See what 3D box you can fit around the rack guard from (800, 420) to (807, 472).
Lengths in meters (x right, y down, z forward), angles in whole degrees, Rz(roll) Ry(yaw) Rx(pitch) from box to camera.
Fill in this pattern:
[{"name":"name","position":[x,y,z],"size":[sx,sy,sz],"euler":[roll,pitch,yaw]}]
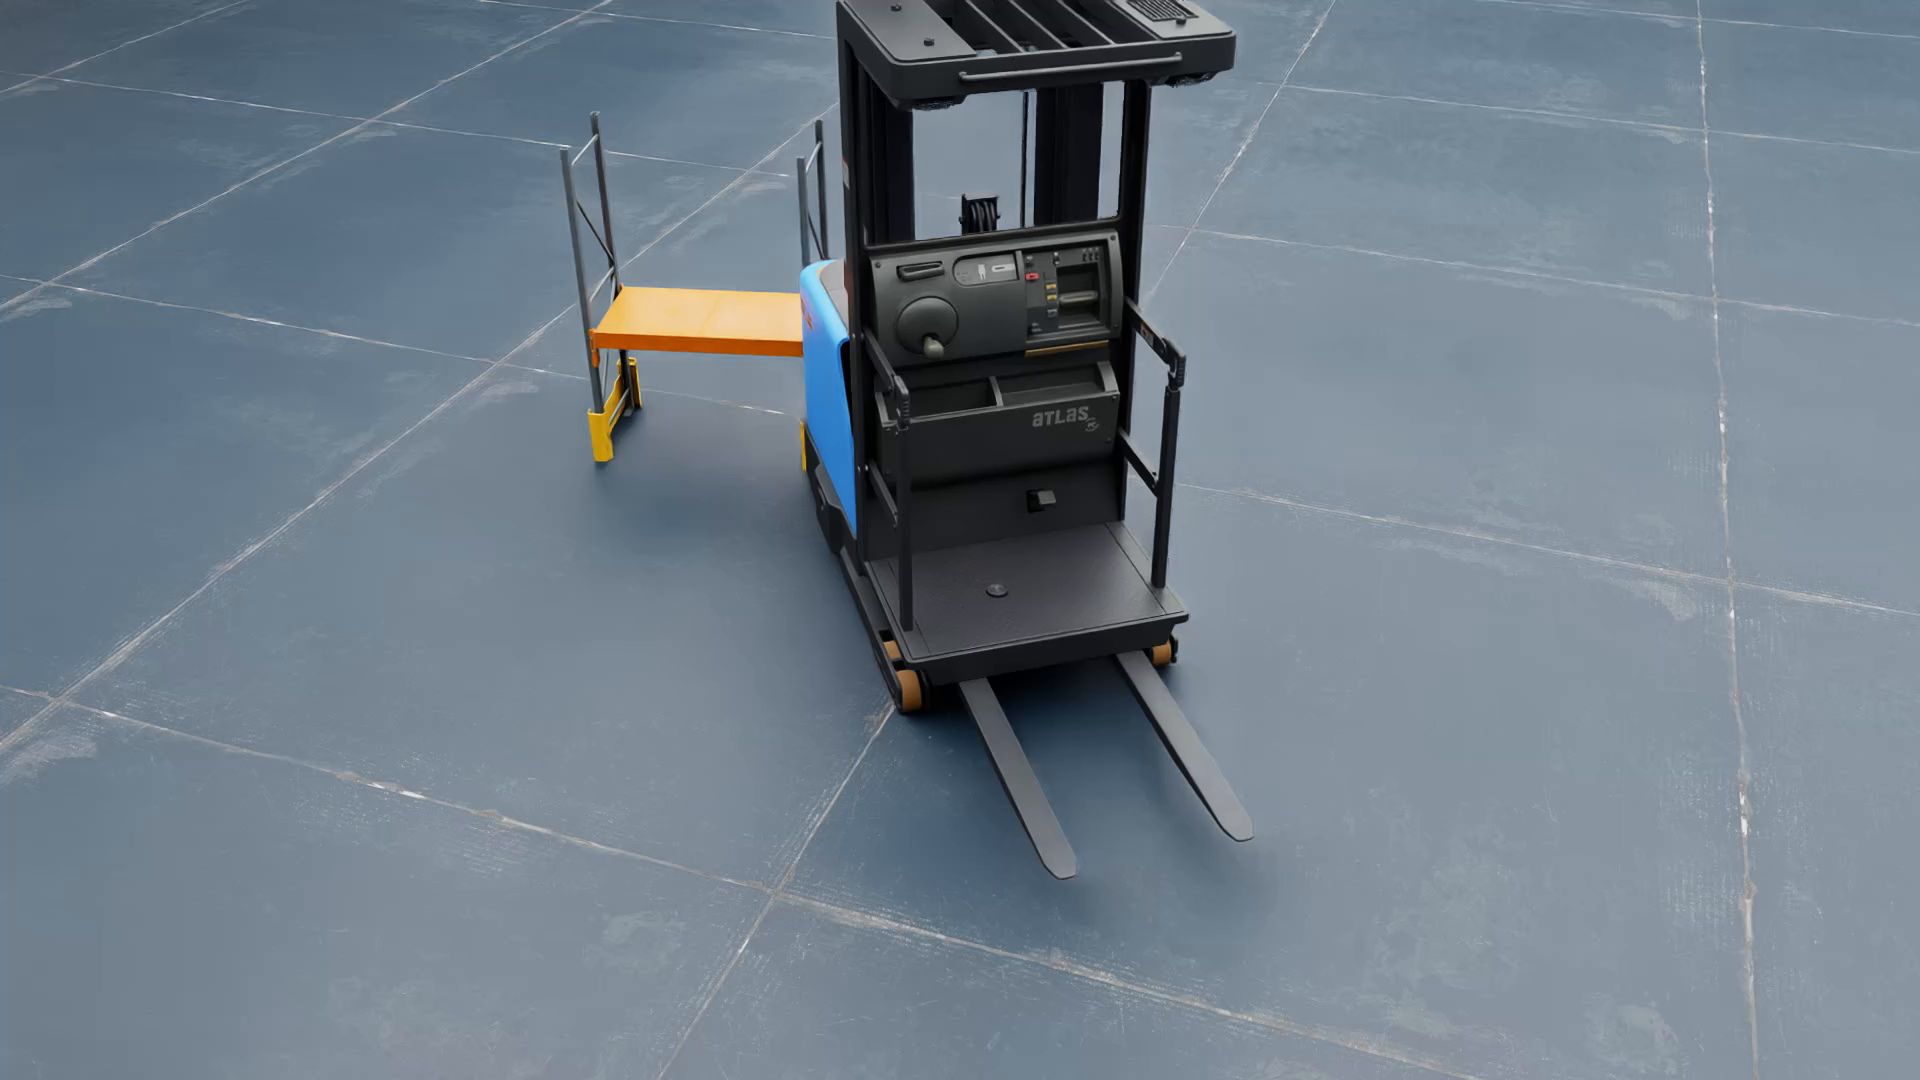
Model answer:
[{"name":"rack guard","position":[-0.666,-0.581,7.919],"size":[0.087,0.250,0.587],"euler":[3,33,5]}]

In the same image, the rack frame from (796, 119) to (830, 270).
[{"name":"rack frame","position":[-0.646,-1.105,7.579],"size":[0.032,1.500,0.500],"euler":[3,33,5]}]

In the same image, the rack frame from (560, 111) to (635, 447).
[{"name":"rack frame","position":[-1.658,-1.159,7.662],"size":[0.032,1.500,0.500],"euler":[3,33,5]}]

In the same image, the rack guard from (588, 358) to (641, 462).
[{"name":"rack guard","position":[-1.657,-0.633,8.001],"size":[0.087,0.250,0.587],"euler":[3,33,5]}]

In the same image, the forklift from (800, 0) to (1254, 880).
[{"name":"forklift","position":[0.203,-0.823,5.822],"size":[1.130,2.935,3.031],"euler":[-9,34,-14]}]

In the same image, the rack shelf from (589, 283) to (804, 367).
[{"name":"rack shelf","position":[-1.152,-0.981,7.718],"size":[1.000,0.185,0.538],"euler":[3,33,5]}]

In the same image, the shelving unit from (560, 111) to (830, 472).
[{"name":"shelving unit","position":[-1.161,-1.132,7.621],"size":[1.083,1.500,0.587],"euler":[3,33,5]}]
